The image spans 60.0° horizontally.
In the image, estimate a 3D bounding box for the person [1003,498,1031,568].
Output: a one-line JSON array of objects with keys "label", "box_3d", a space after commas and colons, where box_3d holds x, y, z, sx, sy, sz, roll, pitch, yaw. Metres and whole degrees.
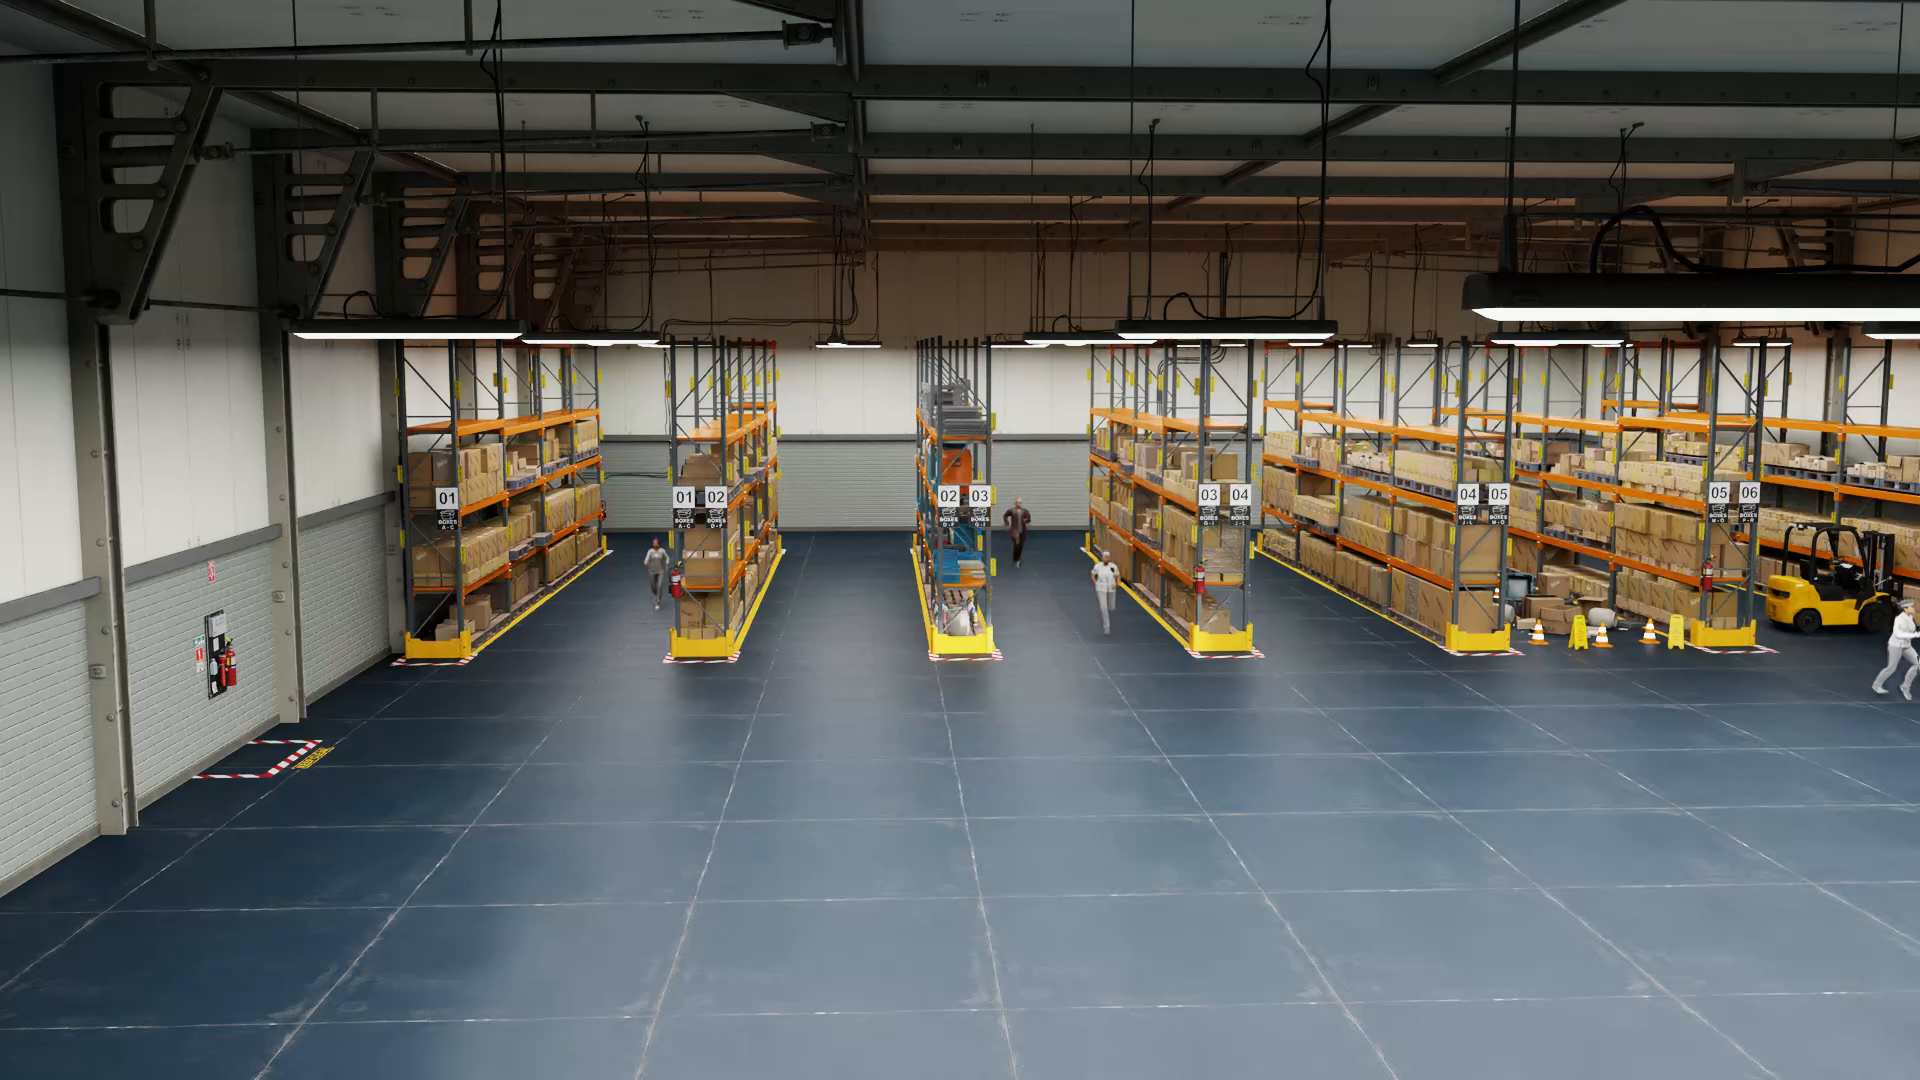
[{"label": "person", "box_3d": [1.551, -0.184, 44.299, 0.669, 1.849, 0.834, -2, 7, -17]}]

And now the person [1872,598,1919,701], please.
[{"label": "person", "box_3d": [15.481, 1.781, 27.406, 0.633, 1.699, 0.804, -4, 8, -34]}]

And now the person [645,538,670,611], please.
[{"label": "person", "box_3d": [-6.726, 0.749, 36.949, 0.546, 1.585, 0.813, -1, 7, -6]}]

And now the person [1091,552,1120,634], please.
[{"label": "person", "box_3d": [3.004, 1.059, 34.174, 0.584, 1.665, 1.014, -1, 7, -9]}]
